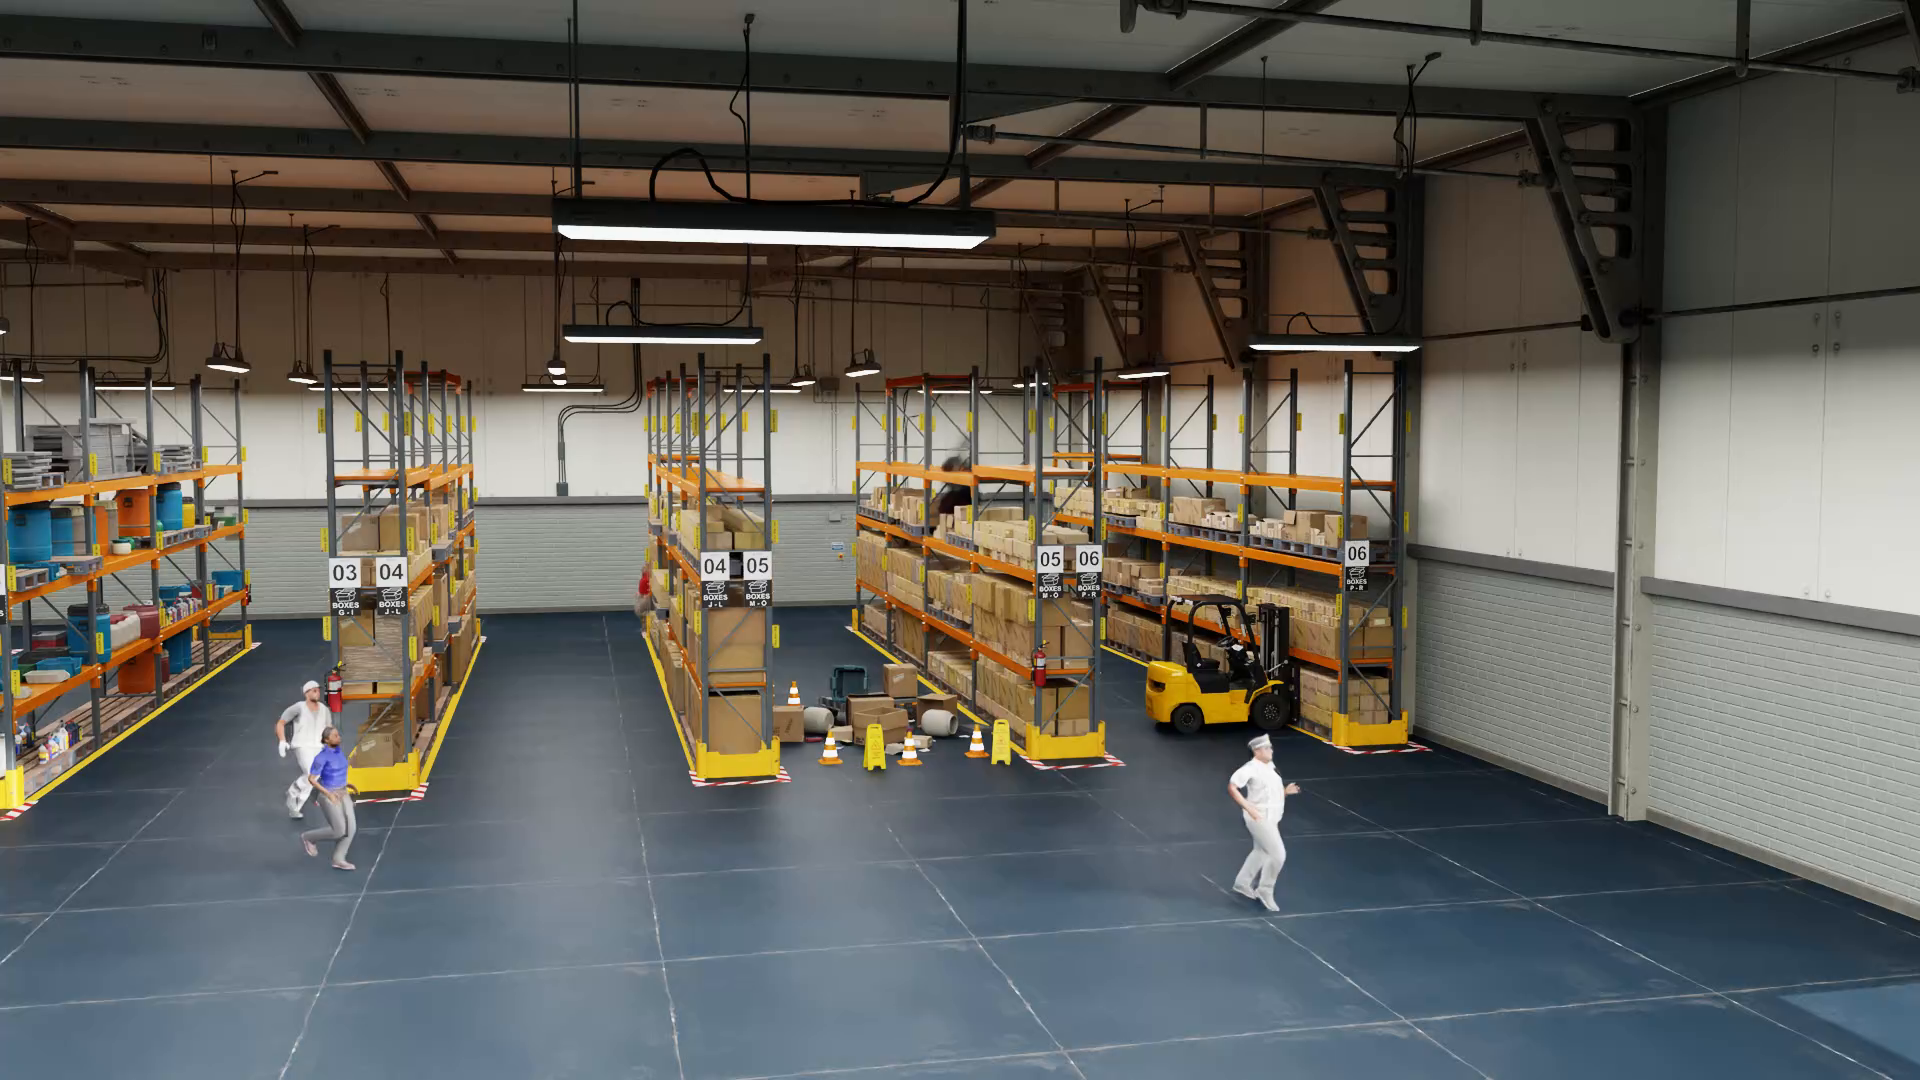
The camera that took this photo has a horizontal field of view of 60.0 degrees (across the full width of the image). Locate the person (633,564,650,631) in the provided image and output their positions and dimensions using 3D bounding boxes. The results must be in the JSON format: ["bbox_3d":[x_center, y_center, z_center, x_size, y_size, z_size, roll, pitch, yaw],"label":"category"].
[{"bbox_3d":[-7.565,1.394,40.070,0.552,1.667,0.709,-2,4,-26],"label":"person"}]

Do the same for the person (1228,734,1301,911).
[{"bbox_3d":[3.170,2.928,17.265,0.714,1.844,0.637,2,5,29],"label":"person"}]

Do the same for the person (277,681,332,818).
[{"bbox_3d":[-8.278,2.667,21.218,0.569,1.713,0.712,3,5,34],"label":"person"}]

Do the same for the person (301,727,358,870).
[{"bbox_3d":[-7.104,2.952,18.729,0.590,1.520,0.565,1,4,14],"label":"person"}]
